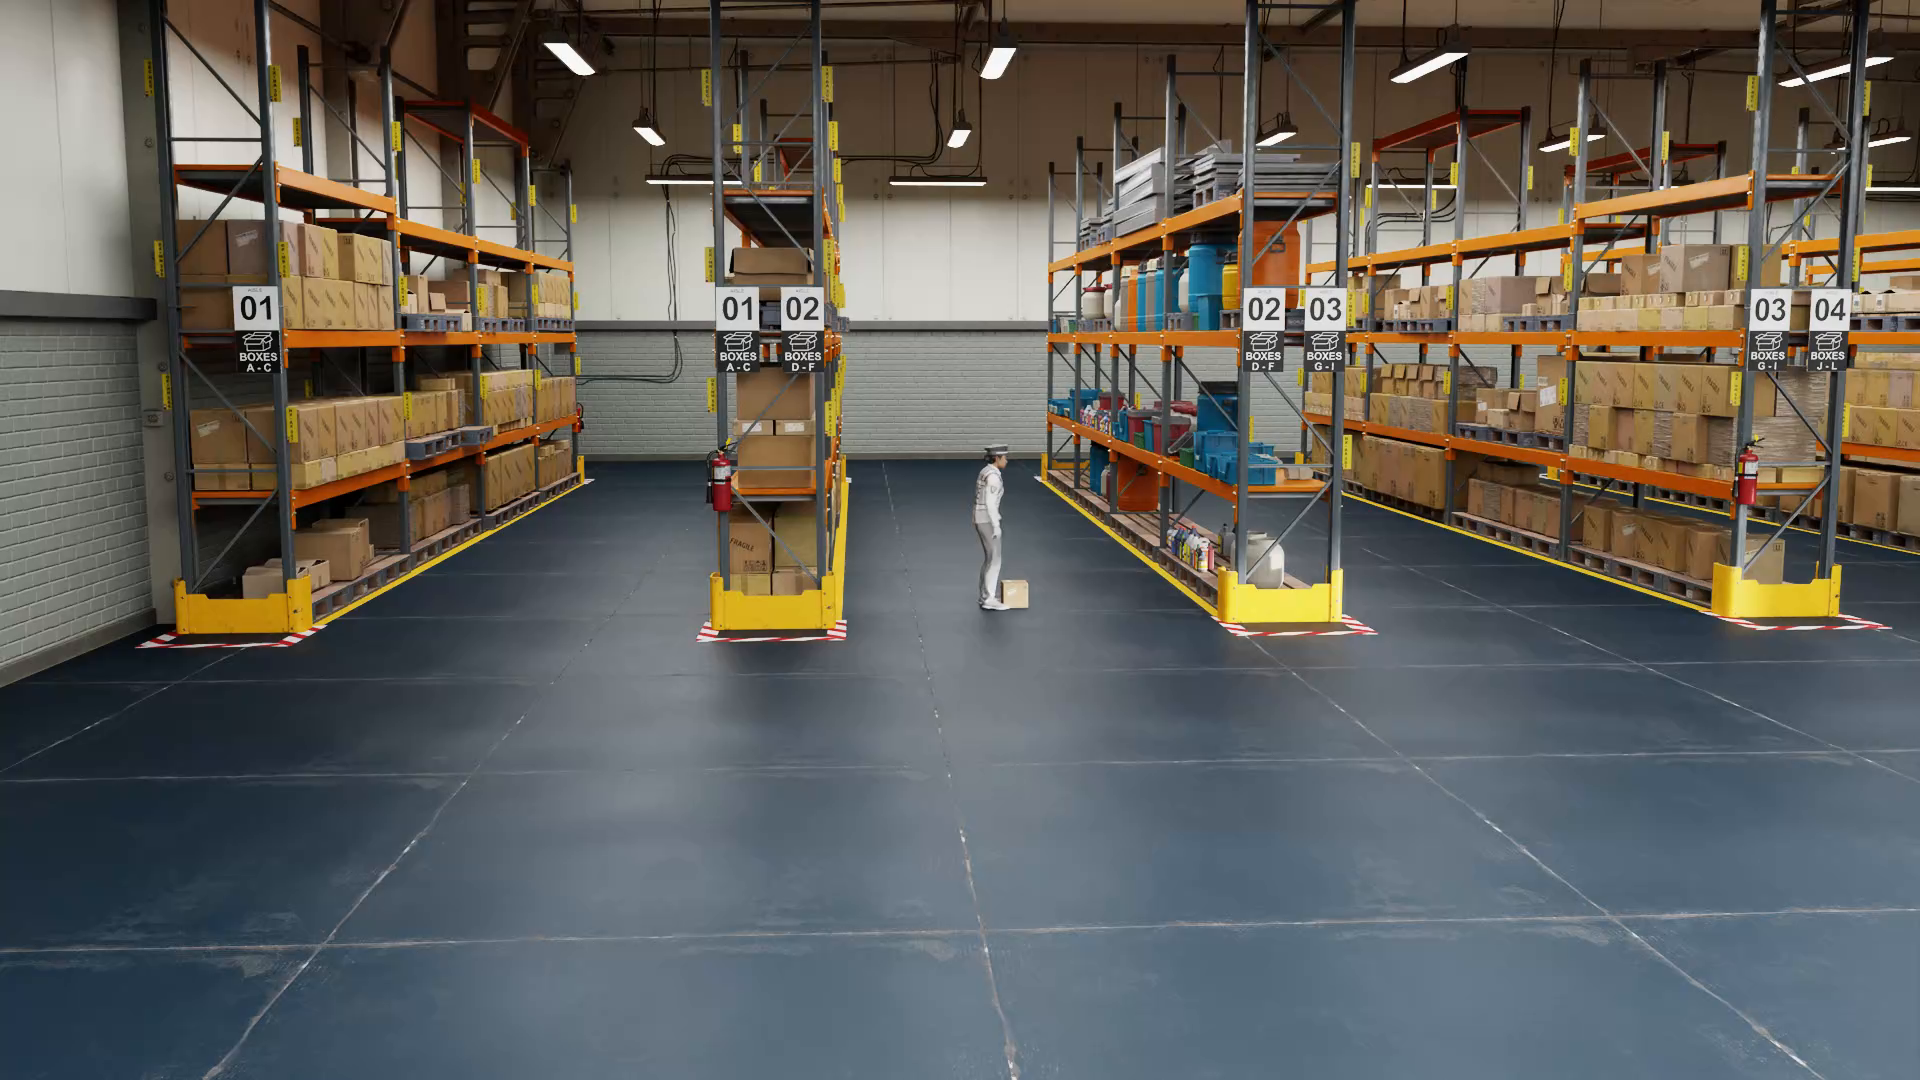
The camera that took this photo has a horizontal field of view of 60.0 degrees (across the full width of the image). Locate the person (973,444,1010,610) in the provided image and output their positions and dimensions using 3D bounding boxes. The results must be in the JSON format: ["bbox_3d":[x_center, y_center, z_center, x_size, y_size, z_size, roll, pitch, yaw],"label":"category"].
[{"bbox_3d":[0.323,-0.146,16.935,0.378,1.663,0.533,-1,7,-4],"label":"person"}]
